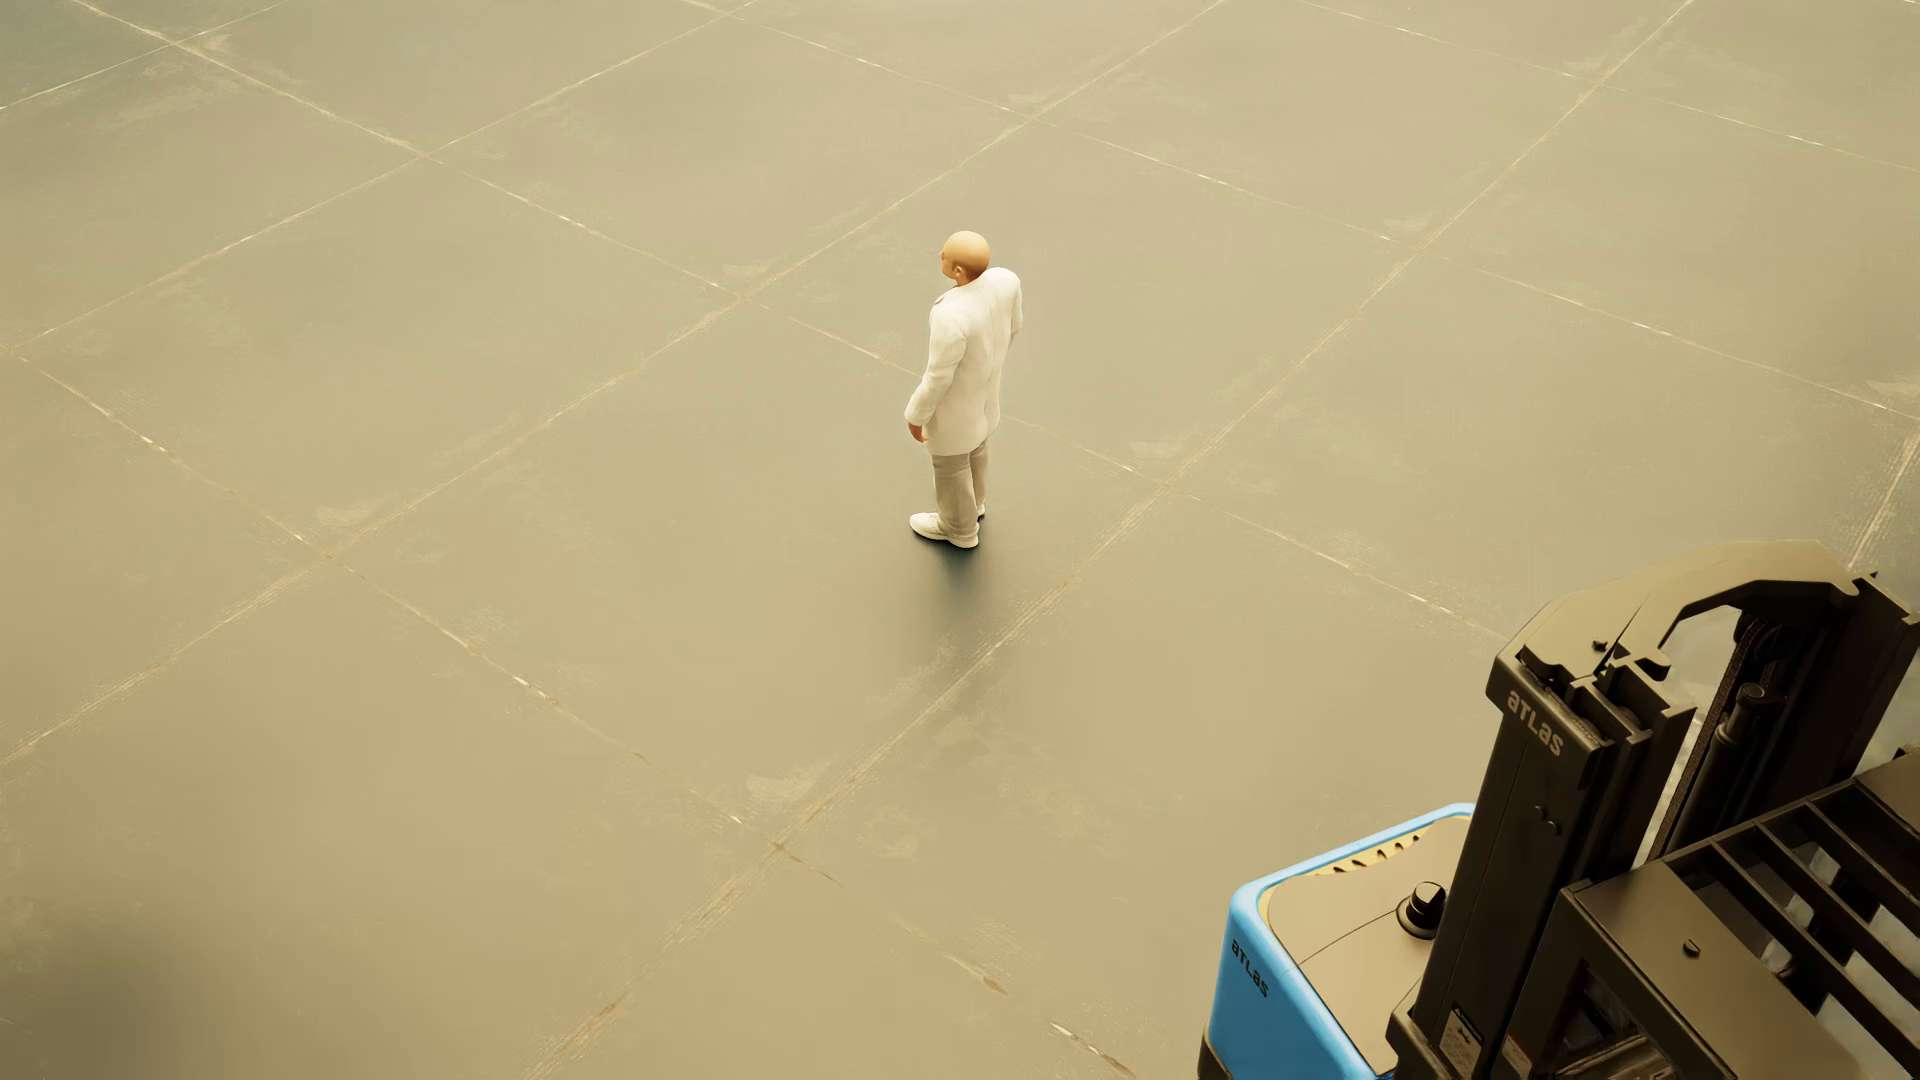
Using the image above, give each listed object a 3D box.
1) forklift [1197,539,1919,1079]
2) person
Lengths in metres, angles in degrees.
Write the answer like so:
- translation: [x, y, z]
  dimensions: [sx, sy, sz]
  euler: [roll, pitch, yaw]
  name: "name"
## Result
- translation: [1.921, 1.575, 4.227]
  dimensions: [1.130, 2.935, 3.031]
  euler: [-16, 43, -18]
  name: "forklift"
- translation: [-0.070, -0.720, 7.796]
  dimensions: [0.578, 1.777, 0.698]
  euler: [26, 47, 28]
  name: "person"
